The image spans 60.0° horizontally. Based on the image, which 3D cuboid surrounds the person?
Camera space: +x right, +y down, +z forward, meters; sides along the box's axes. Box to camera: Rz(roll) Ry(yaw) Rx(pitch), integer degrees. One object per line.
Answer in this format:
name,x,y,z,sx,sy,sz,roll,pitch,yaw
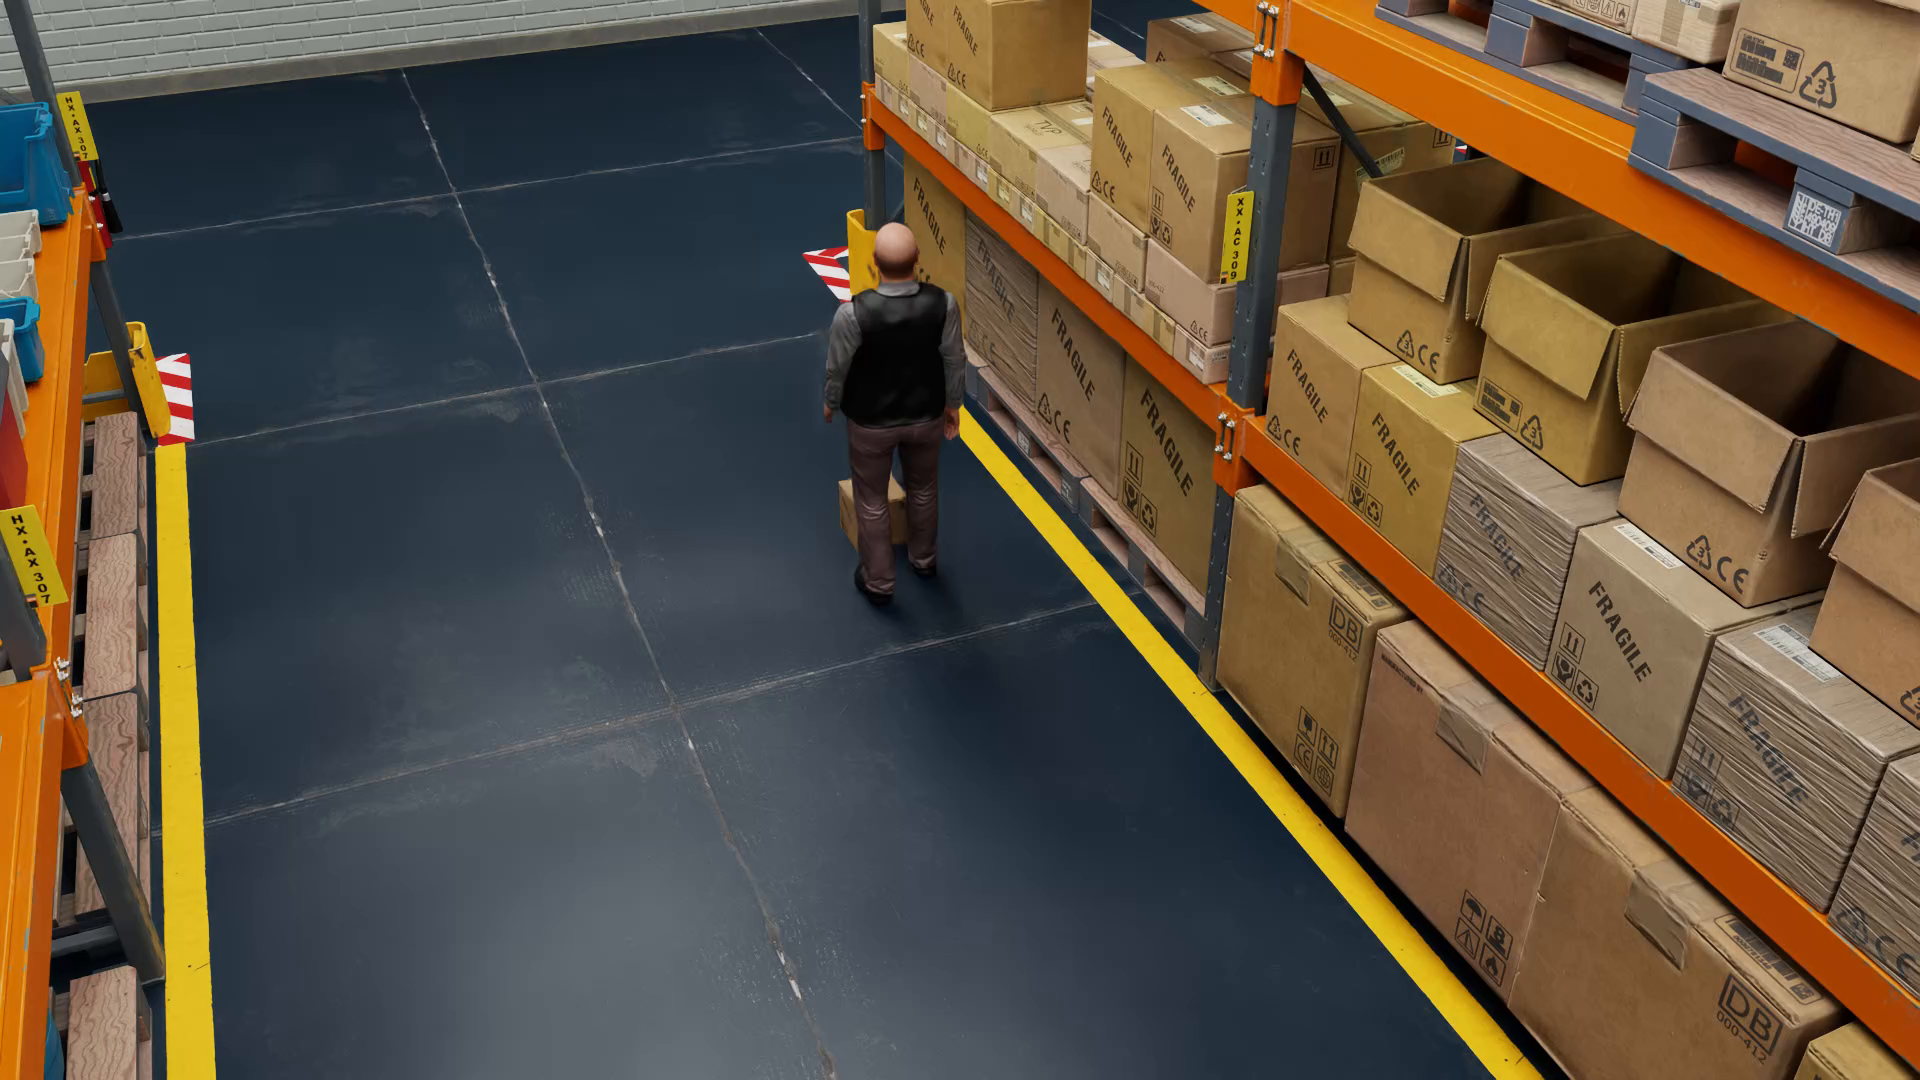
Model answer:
person,-0.289,-0.547,6.982,0.574,1.730,0.502,-10,35,-15
